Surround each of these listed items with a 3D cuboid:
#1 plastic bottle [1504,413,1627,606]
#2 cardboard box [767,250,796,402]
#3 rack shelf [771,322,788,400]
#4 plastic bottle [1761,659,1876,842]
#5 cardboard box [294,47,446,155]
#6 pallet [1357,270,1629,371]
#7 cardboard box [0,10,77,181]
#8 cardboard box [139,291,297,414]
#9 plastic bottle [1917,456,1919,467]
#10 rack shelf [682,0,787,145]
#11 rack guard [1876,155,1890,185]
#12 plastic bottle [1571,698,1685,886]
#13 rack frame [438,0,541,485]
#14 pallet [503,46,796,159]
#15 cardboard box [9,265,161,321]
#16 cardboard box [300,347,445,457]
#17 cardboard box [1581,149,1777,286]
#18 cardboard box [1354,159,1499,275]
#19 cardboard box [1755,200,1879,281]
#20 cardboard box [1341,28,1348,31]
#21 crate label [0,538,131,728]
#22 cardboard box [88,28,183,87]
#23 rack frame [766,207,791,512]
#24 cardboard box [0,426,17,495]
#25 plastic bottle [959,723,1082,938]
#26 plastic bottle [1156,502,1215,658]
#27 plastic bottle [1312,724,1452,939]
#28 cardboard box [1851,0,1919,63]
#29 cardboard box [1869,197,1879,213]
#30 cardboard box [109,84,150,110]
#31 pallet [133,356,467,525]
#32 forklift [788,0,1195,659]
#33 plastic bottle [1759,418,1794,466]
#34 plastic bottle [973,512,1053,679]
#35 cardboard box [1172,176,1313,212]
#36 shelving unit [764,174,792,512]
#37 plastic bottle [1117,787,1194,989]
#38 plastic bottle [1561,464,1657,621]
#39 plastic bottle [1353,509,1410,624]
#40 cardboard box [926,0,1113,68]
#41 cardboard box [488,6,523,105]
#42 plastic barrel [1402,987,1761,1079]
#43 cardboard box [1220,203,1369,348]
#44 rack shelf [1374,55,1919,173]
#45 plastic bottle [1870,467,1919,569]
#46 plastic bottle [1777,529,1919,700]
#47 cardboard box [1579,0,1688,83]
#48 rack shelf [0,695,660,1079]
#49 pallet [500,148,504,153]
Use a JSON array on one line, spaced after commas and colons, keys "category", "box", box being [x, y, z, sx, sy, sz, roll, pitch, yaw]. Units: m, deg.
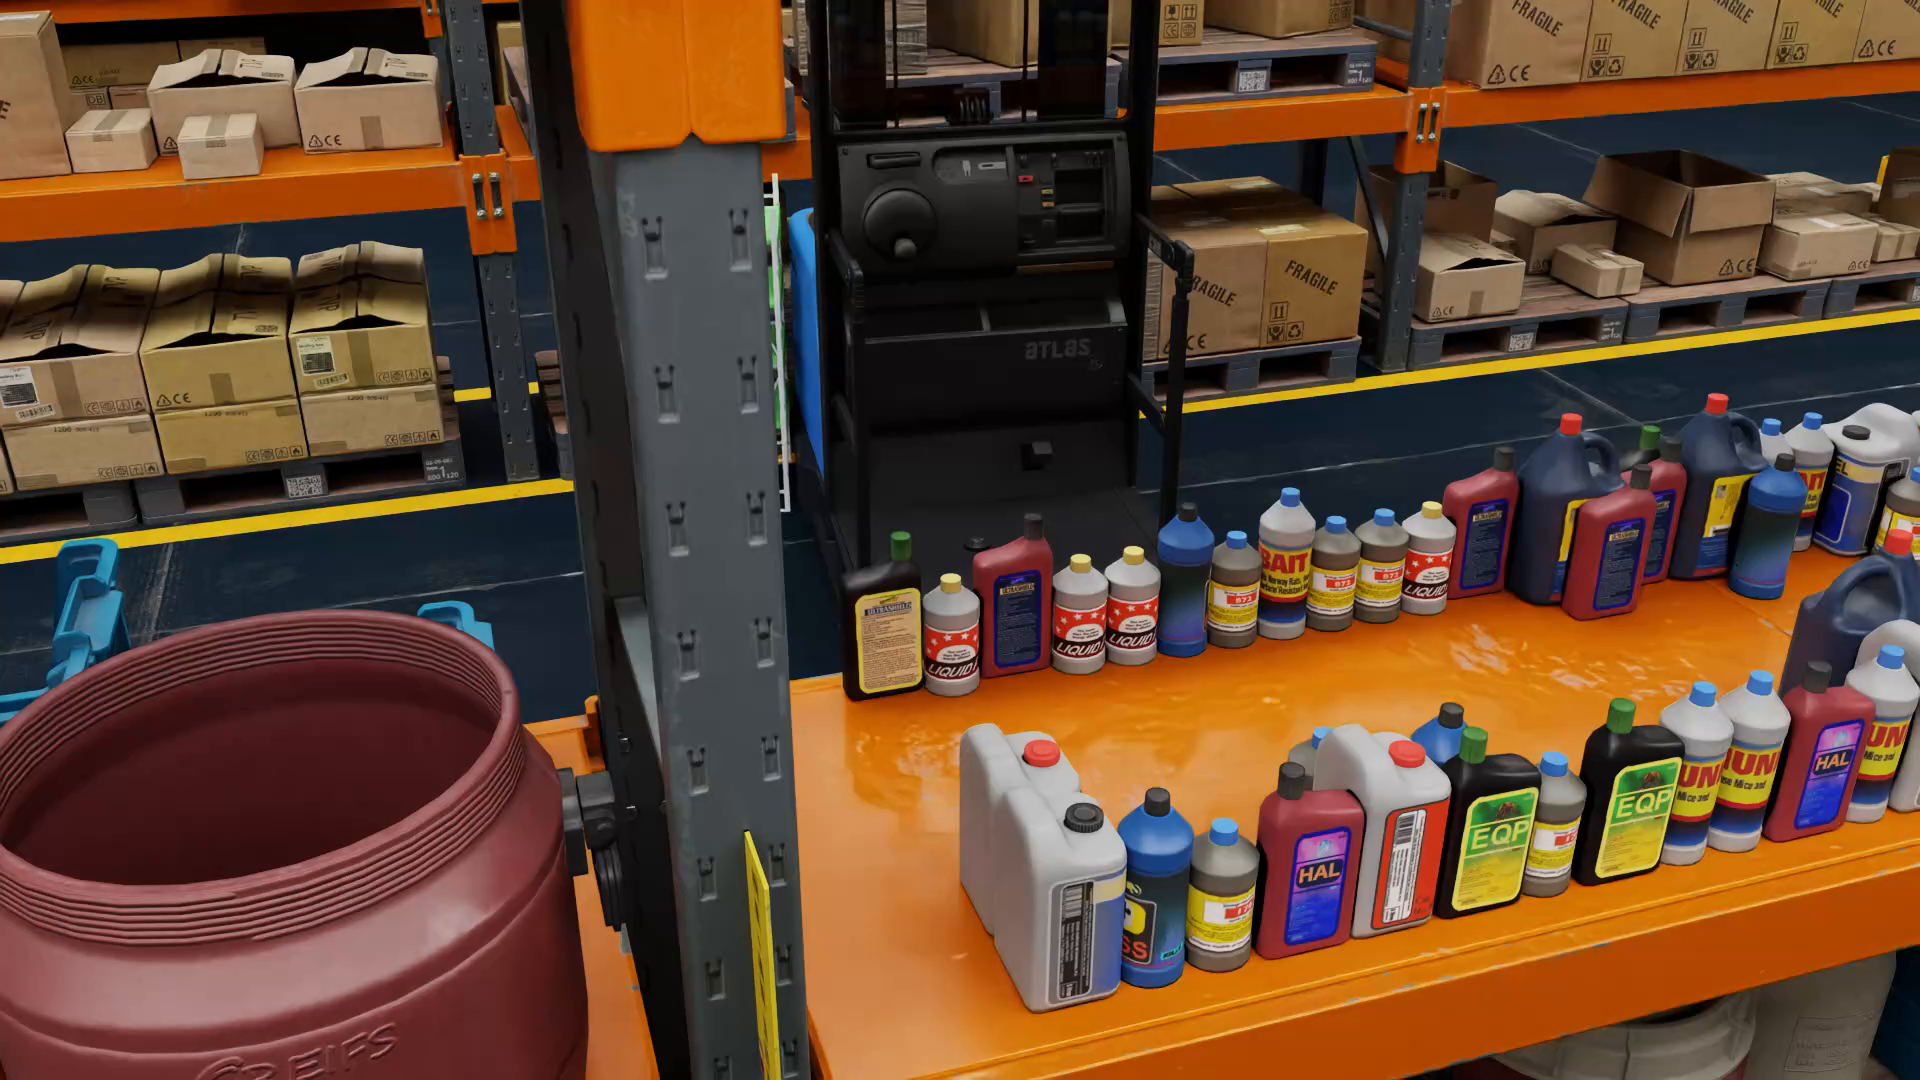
[{"category": "plastic bottle", "box": [1.120, -0.067, 3.067, 0.185, 0.351, 0.144, -8, 28, -16]}, {"category": "cardboard box", "box": [-0.896, -0.880, 6.966, 0.500, 0.500, 0.500, -9, 28, -18]}, {"category": "rack shelf", "box": [-0.800, -0.697, 6.449, 0.258, 0.148, 0.480, -2, 26, -4]}, {"category": "plastic bottle", "box": [1.241, 0.298, 2.407, 0.133, 0.283, 0.061, -8, 28, -16]}, {"category": "cardboard box", "box": [-2.273, -1.715, 6.431, 0.500, 0.311, 0.500, -7, 27, -13]}, {"category": "pallet", "box": [2.543, -1.182, 8.394, 1.213, 0.211, 1.003, -8, 28, -16]}, {"category": "cardboard box", "box": [-3.504, -1.593, 5.973, 0.500, 0.500, 0.500, -10, 28, -19]}, {"category": "cardboard box", "box": [-2.827, -0.743, 6.363, 0.500, 0.311, 0.500, -9, 28, -17]}, {"category": "plastic bottle", "box": [1.863, -0.119, 3.339, 0.097, 0.201, 0.097, 0, 26, 0]}, {"category": "rack shelf", "box": [1.519, -0.988, 2.303, 4.000, 0.370, 1.077, -8, 28, -16]}, {"category": "rack guard", "box": [5.621, -1.758, 9.229, 0.348, 0.500, 1.175, -8, 28, -16]}, {"category": "plastic bottle", "box": [0.929, 0.343, 2.316, 0.133, 0.283, 0.061, -8, 28, -16]}, {"category": "rack frame", "box": [-1.913, -1.786, 6.475, 0.127, 3.000, 1.000, -8, 28, -16]}, {"category": "pallet", "box": [-1.291, -1.823, 6.765, 1.003, 0.211, 1.213, -8, 28, -16]}, {"category": "cardboard box", "box": [-3.485, -0.901, 6.681, 0.500, 0.311, 0.500, -9, 28, -17]}, {"category": "cardboard box", "box": [-2.338, -0.567, 6.639, 0.500, 0.250, 0.500, -8, 27, -15]}, {"category": "cardboard box", "box": [3.675, -1.677, 8.567, 0.637, 0.503, 0.797, -8, 28, -16]}, {"category": "cardboard box", "box": [2.344, -1.613, 8.442, 0.500, 0.500, 0.500, -8, 28, -16]}, {"category": "cardboard box", "box": [4.340, -1.556, 8.609, 0.500, 0.250, 0.500, -8, 28, -16]}, {"category": "cardboard box", "box": [2.567, -3.773, 12.816, 0.500, 0.500, 0.700, -9, 28, -18]}, {"category": "crate label", "box": [-1.412, 0.315, 2.202, 0.616, 0.435, 0.502, -8, 28, -16]}, {"category": "cardboard box", "box": [-5.168, -3.047, 10.488, 0.500, 0.250, 0.500, -8, 28, -16]}, {"category": "rack frame", "box": [-0.780, -0.646, 6.202, 0.240, 1.200, 0.015, -2, 26, -4]}, {"category": "cardboard box", "box": [-3.794, -0.355, 6.211, 0.500, 0.250, 0.500, -8, 27, -15]}, {"category": "plastic bottle", "box": [0.081, 0.377, 2.257, 0.135, 0.276, 0.152, -8, 28, -16]}, {"category": "plastic bottle", "box": [0.389, 0.063, 2.894, 0.097, 0.271, 0.097, 0, 26, 0]}, {"category": "plastic bottle", "box": [0.568, 0.378, 2.256, 0.135, 0.276, 0.152, -8, 28, -16]}, {"category": "cardboard box", "box": [4.383, -2.617, 8.035, 0.500, 0.500, 0.500, -8, 28, -16]}, {"category": "cardboard box", "box": [4.951, -1.869, 9.333, 0.250, 0.166, 0.380, -8, 28, -16]}, {"category": "cardboard box", "box": [-5.109, -2.734, 10.701, 0.500, 0.500, 0.700, -8, 28, -16]}, {"category": "pallet", "box": [-2.708, -0.440, 6.900, 1.213, 0.211, 1.003, -8, 28, -16]}, {"category": "forklift", "box": [0.129, -1.041, 5.050, 1.130, 2.935, 3.031, -5, 27, -11]}, {"category": "plastic bottle", "box": [1.550, -0.105, 3.232, 0.097, 0.271, 0.097, 0, 26, 0]}, {"category": "plastic bottle", "box": [0.089, 0.093, 2.821, 0.133, 0.283, 0.061, -8, 28, -16]}, {"category": "cardboard box", "box": [1.355, -1.451, 8.116, 0.500, 0.500, 0.500, -10, 28, -18]}, {"category": "shelving unit", "box": [-0.800, -0.754, 6.420, 0.258, 1.200, 0.503, -2, 26, -4]}, {"category": "plastic bottle", "box": [0.247, 0.439, 2.137, 0.097, 0.271, 0.097, 0, 26, 0]}, {"category": "plastic bottle", "box": [1.177, 0.003, 3.002, 0.133, 0.283, 0.061, -8, 28, -16]}, {"category": "plastic bottle", "box": [0.760, 0.041, 3.017, 0.097, 0.201, 0.097, 0, 26, 0]}, {"category": "cardboard box", "box": [0.229, -2.301, 6.926, 0.500, 0.500, 0.700, -16, 31, -29]}, {"category": "cardboard box", "box": [-2.711, -3.151, 11.170, 0.750, 0.750, 0.750, -9, 28, -17]}, {"category": "plastic barrel", "box": [1.151, 0.970, 3.161, 0.708, 0.588, 0.600, -8, 28, -16]}, {"category": "cardboard box", "box": [1.509, -1.225, 7.661, 0.500, 0.500, 0.500, -8, 28, -16]}, {"category": "rack shelf", "box": [3.792, -2.290, 8.299, 4.000, 0.370, 1.077, -8, 28, -16]}, {"category": "plastic bottle", "box": [1.818, -0.041, 3.183, 0.097, 0.201, 0.097, 0, 26, 0]}, {"category": "plastic bottle", "box": [1.425, 0.151, 2.629, 0.185, 0.351, 0.144, -8, 28, -16]}, {"category": "cardboard box", "box": [2.945, -2.409, 7.616, 0.500, 0.500, 0.500, -8, 27, -15]}, {"category": "rack shelf", "box": [-2.285, 0.906, 1.860, 4.000, 0.370, 1.077, -8, 28, -16]}, {"category": "pallet", "box": [-2.678, -2.708, 11.467, 1.213, 0.211, 1.003, -8, 28, -16]}]
